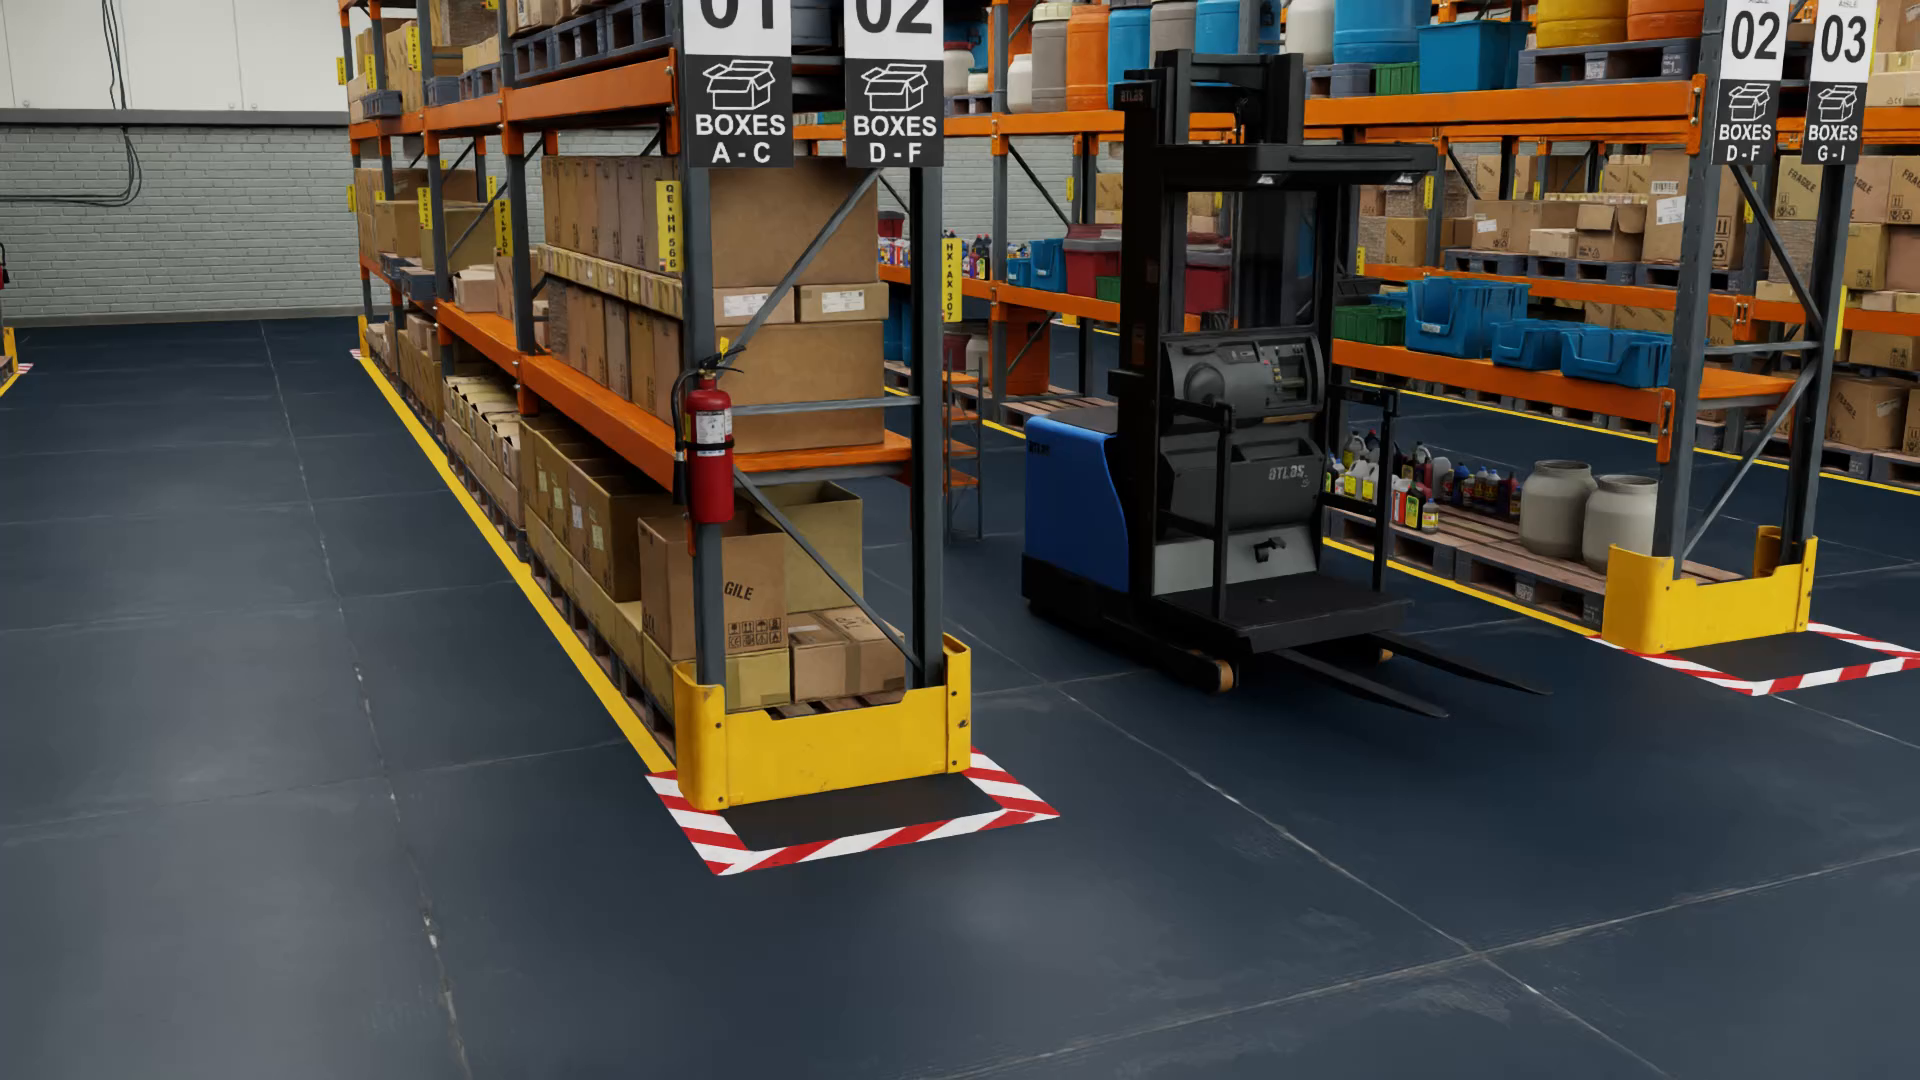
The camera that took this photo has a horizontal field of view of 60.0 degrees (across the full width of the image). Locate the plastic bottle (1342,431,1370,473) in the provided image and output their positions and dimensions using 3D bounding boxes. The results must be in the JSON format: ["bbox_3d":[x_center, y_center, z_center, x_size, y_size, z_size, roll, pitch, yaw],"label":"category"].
[{"bbox_3d":[2.778,-0.587,11.654,0.144,0.351,0.185,-6,14,-23],"label":"plastic bottle"}]

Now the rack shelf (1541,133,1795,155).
[{"bbox_3d":[9.107,-5.009,20.801,1.077,0.370,4.000,-6,14,-23],"label":"rack shelf"}]

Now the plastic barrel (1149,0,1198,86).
[{"bbox_3d":[1.723,-3.710,12.482,0.600,0.901,0.600,0,13,0],"label":"plastic barrel"}]

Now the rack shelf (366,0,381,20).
[{"bbox_3d":[-4.556,-4.954,14.800,1.077,0.370,4.000,-6,14,-23],"label":"rack shelf"}]

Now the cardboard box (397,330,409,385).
[{"bbox_3d":[-5.387,-1.864,16.841,0.500,0.500,0.500,-6,14,-26],"label":"cardboard box"}]

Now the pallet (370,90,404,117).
[{"bbox_3d":[-4.742,-4.004,15.284,1.213,0.211,1.003,-6,14,-23],"label":"pallet"}]

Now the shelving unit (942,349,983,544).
[{"bbox_3d":[-0.066,-0.619,10.882,0.258,1.200,0.503,-6,14,-23],"label":"shelving unit"}]

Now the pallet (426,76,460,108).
[{"bbox_3d":[-3.401,-3.401,12.677,1.213,0.211,1.003,-5,14,-20],"label":"pallet"}]

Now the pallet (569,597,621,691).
[{"bbox_3d":[-1.380,0.442,8.491,1.003,0.211,1.213,-6,14,-23],"label":"pallet"}]

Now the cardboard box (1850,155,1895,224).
[{"bbox_3d":[7.075,-2.693,12.752,0.500,0.500,0.500,-6,14,-23],"label":"cardboard box"}]

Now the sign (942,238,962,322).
[{"bbox_3d":[-0.039,-1.020,6.528,0.100,0.325,0.005,-6,14,-23],"label":"sign"}]

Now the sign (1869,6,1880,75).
[{"bbox_3d":[4.496,-2.472,8.225,0.100,0.325,0.005,-6,14,-23],"label":"sign"}]

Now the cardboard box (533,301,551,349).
[{"bbox_3d":[-2.390,-1.362,10.433,0.500,0.250,0.500,-5,14,-19],"label":"cardboard box"}]

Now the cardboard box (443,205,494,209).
[{"bbox_3d":[-4.302,-2.743,14.915,0.700,0.500,0.500,-3,13,-12],"label":"cardboard box"}]

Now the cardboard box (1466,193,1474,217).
[{"bbox_3d":[7.449,-4.789,24.029,0.500,0.500,0.500,-6,14,-23],"label":"cardboard box"}]

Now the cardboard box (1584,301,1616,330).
[{"bbox_3d":[8.573,-3.012,21.843,0.500,0.500,0.500,-5,14,-20],"label":"cardboard box"}]

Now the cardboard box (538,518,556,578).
[{"bbox_3d":[-2.049,0.025,9.276,0.500,0.250,0.500,-6,14,-23],"label":"cardboard box"}]

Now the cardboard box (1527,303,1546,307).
[{"bbox_3d":[5.619,-2.283,16.989,0.500,0.250,0.500,-5,14,-21],"label":"cardboard box"}]

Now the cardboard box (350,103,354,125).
[{"bbox_3d":[-6.987,-5.075,19.827,0.500,0.250,0.500,-6,14,-23],"label":"cardboard box"}]

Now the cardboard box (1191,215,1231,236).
[{"bbox_3d":[3.304,-4.023,21.273,0.500,0.250,0.500,-6,14,-24],"label":"cardboard box"}]

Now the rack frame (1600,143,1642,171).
[{"bbox_3d":[11.199,-5.605,28.436,1.000,3.000,0.127,-6,14,-23],"label":"rack frame"}]

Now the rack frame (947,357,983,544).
[{"bbox_3d":[0.031,-0.568,10.665,0.240,1.200,0.015,-6,14,-23],"label":"rack frame"}]

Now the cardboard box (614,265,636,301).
[{"bbox_3d":[-1.398,-1.204,7.761,0.380,0.149,0.250,-5,14,-21],"label":"cardboard box"}]

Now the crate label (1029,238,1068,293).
[{"bbox_3d":[0.935,-2.397,14.498,0.502,0.435,0.616,-6,14,-23],"label":"crate label"}]

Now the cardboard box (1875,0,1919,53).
[{"bbox_3d":[7.340,-4.060,13.115,0.500,0.500,0.500,-6,14,-25],"label":"cardboard box"}]

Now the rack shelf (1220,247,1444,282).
[{"bbox_3d":[4.522,-3.120,19.294,1.077,0.370,4.000,-6,14,-23],"label":"rack shelf"}]

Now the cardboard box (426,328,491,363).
[{"bbox_3d":[-4.371,-1.708,14.504,0.500,0.250,0.500,-5,14,-21],"label":"cardboard box"}]

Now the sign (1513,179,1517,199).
[{"bbox_3d":[5.817,-3.634,17.526,0.100,0.325,0.005,-6,14,-23],"label":"sign"}]

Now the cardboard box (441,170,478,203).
[{"bbox_3d":[-5.288,-3.648,17.542,0.500,0.500,0.500,-5,14,-21],"label":"cardboard box"}]

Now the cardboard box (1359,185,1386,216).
[{"bbox_3d":[4.787,-3.882,18.545,0.797,0.503,0.637,-5,14,-22],"label":"cardboard box"}]

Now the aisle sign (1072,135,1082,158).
[{"bbox_3d":[1.815,-5.964,24.223,0.394,0.787,0.004,-6,14,-23],"label":"aisle sign"}]

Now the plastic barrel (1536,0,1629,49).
[{"bbox_3d":[3.417,-2.939,8.914,0.600,0.588,0.600,0,13,0],"label":"plastic barrel"}]

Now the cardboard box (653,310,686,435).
[{"bbox_3d":[-0.940,-0.765,7.301,0.700,0.500,0.500,-5,14,-22],"label":"cardboard box"}]

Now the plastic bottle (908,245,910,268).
[{"bbox_3d":[-0.496,-2.978,17.370,0.097,0.271,0.097,0,13,0],"label":"plastic bottle"}]

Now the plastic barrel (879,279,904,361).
[{"bbox_3d":[-0.615,-2.505,18.762,0.600,0.901,0.708,-6,14,-23],"label":"plastic barrel"}]

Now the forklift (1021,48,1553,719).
[{"bbox_3d":[1.499,-0.824,7.929,1.130,2.935,3.031,-7,15,-28],"label":"forklift"}]

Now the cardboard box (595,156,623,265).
[{"bbox_3d":[-1.366,-1.616,8.099,0.700,0.500,0.500,-6,14,-23],"label":"cardboard box"}]

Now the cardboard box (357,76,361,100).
[{"bbox_3d":[-6.396,-5.008,18.427,0.500,0.250,0.500,-6,14,-23],"label":"cardboard box"}]

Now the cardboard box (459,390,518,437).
[{"bbox_3d":[-3.394,-0.953,12.260,0.500,0.311,0.500,-6,14,-24],"label":"cardboard box"}]

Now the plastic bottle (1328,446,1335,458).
[{"bbox_3d":[2.463,-0.516,11.346,0.144,0.351,0.185,-6,14,-23],"label":"plastic bottle"}]

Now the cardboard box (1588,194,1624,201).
[{"bbox_3d":[8.358,-4.398,21.526,0.380,0.149,0.250,-6,14,-24],"label":"cardboard box"}]

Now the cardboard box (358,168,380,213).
[{"bbox_3d":[-6.807,-4.129,19.619,0.500,0.500,0.500,-5,14,-22],"label":"cardboard box"}]

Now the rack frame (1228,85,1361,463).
[{"bbox_3d":[2.388,-1.784,11.924,1.000,3.000,0.127,-6,14,-23],"label":"rack frame"}]

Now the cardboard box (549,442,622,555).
[{"bbox_3d":[-1.853,-0.237,8.743,0.500,0.500,0.500,-6,14,-23],"label":"cardboard box"}]

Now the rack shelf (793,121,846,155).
[{"bbox_3d":[-1.618,-4.960,20.593,1.077,0.370,4.000,-6,14,-23],"label":"rack shelf"}]

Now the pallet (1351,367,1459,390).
[{"bbox_3d":[5.077,-1.868,18.475,1.003,0.211,1.213,-6,14,-23],"label":"pallet"}]

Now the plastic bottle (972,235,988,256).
[{"bbox_3d":[0.207,-2.983,17.215,0.144,0.351,0.185,-6,14,-23],"label":"plastic bottle"}]

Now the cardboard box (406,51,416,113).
[{"bbox_3d":[-4.165,-3.866,14.047,0.910,0.500,0.500,-6,14,-23],"label":"cardboard box"}]

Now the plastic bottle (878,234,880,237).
[{"bbox_3d":[-0.957,-3.302,18.594,0.144,0.351,0.185,-6,14,-23],"label":"plastic bottle"}]

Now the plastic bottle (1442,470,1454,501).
[{"bbox_3d":[3.250,-0.365,11.026,0.097,0.201,0.097,0,13,0],"label":"plastic bottle"}]

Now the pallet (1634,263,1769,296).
[{"bbox_3d":[6.753,-2.308,14.617,1.003,0.211,1.213,-6,14,-23],"label":"pallet"}]

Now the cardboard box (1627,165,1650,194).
[{"bbox_3d":[11.344,-5.910,27.314,0.500,0.500,0.500,-6,14,-24],"label":"cardboard box"}]

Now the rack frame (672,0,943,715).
[{"bbox_3d":[-0.550,-0.511,6.423,1.000,3.000,0.127,-6,14,-23],"label":"rack frame"}]

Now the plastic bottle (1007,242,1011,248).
[{"bbox_3d":[0.487,-2.915,17.069,0.061,0.283,0.133,-6,14,-23],"label":"plastic bottle"}]
